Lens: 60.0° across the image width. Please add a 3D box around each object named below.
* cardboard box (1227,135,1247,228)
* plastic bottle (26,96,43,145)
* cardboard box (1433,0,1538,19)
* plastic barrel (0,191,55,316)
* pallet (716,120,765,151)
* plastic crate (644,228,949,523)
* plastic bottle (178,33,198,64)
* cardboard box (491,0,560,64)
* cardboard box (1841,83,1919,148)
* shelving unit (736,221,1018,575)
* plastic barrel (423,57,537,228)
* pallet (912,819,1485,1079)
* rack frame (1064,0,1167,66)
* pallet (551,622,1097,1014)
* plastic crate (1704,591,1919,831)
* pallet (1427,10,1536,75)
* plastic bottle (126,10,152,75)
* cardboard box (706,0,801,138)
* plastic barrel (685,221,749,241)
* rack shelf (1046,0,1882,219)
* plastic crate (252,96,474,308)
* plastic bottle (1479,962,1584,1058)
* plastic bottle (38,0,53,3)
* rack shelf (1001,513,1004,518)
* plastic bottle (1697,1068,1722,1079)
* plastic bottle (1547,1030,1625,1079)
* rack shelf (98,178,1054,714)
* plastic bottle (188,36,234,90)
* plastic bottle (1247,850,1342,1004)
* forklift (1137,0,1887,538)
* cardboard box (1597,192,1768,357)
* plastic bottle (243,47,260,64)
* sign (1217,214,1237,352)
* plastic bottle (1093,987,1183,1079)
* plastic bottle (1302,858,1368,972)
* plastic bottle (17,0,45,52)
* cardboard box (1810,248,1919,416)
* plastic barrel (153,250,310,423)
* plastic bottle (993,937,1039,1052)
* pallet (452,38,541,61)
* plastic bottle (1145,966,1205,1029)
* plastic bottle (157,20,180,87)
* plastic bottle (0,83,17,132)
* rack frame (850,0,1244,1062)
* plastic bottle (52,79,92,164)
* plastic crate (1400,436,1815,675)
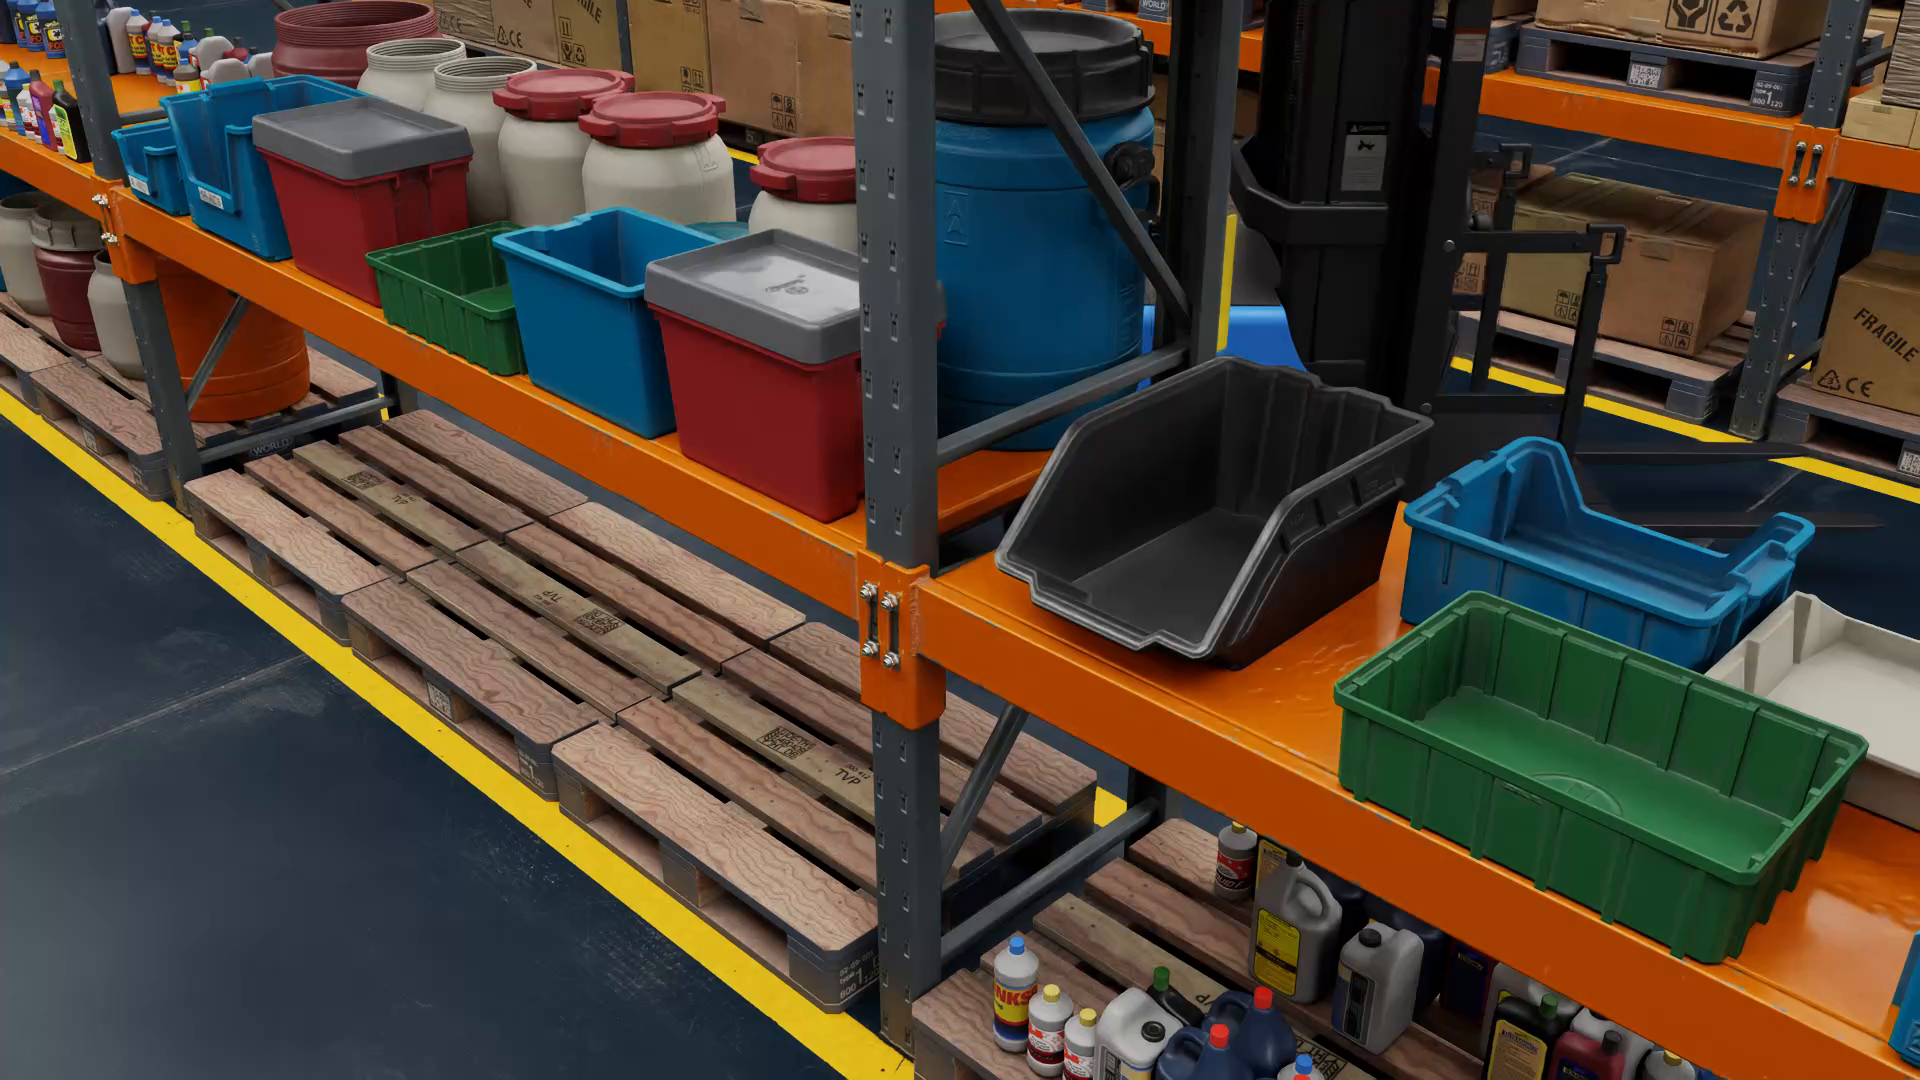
[{"bbox_3d":[1.719,-1.931,8.912,0.500,0.500,0.700,21,34,34],"label":"cardboard box"},{"bbox_3d":[-3.472,-1.609,6.300,0.097,0.201,0.097,0,28,0],"label":"plastic bottle"},{"bbox_3d":[2.374,-2.693,7.586,0.797,0.503,0.637,-21,34,-34],"label":"cardboard box"},{"bbox_3d":[-4.282,-1.349,7.815,0.421,0.512,0.421,0,28,0],"label":"plastic barrel"},{"bbox_3d":[-1.427,-3.075,11.872,1.213,0.211,1.003,25,36,38],"label":"pallet"},{"bbox_3d":[-0.358,-0.367,3.657,0.583,0.464,0.402,25,36,38],"label":"plastic crate"},{"bbox_3d":[-3.168,-1.957,6.887,0.097,0.271,0.097,0,28,0],"label":"plastic bottle"},{"bbox_3d":[-3.086,-4.317,13.070,0.875,0.875,0.875,25,36,38],"label":"cardboard box"},{"bbox_3d":[3.617,-1.645,6.425,0.250,0.149,0.380,25,36,38],"label":"cardboard box"},{"bbox_3d":[-0.313,-0.530,6.049,0.538,1.125,1.048,-20,34,-34],"label":"shelving unit"},{"bbox_3d":[-1.466,-1.235,5.255,0.421,0.512,0.421,0,28,0],"label":"plastic barrel"},{"bbox_3d":[0.652,1.185,3.770,1.213,0.211,1.003,25,36,38],"label":"pallet"},{"bbox_3d":[0.822,-3.231,9.172,0.127,3.000,1.000,25,36,38],"label":"rack frame"},{"bbox_3d":[-0.385,0.708,4.676,1.213,0.211,1.003,25,36,38],"label":"pallet"},{"bbox_3d":[1.538,0.280,2.778,0.437,0.136,0.530,25,36,38],"label":"plastic crate"},{"bbox_3d":[2.263,-2.514,8.014,1.213,0.211,1.003,25,36,38],"label":"pallet"},{"bbox_3d":[-3.619,-2.203,7.355,0.097,0.271,0.097,0,28,0],"label":"plastic bottle"},{"bbox_3d":[-0.922,-3.288,11.113,0.875,0.875,1.225,23,36,37],"label":"cardboard box"},{"bbox_3d":[-0.634,-0.704,4.514,0.301,0.262,0.301,0,28,0],"label":"plastic barrel"},{"bbox_3d":[2.249,-2.260,8.099,4.000,0.370,1.077,25,36,38],"label":"rack shelf"},{"bbox_3d":[-1.712,-0.987,4.835,0.583,0.464,0.402,25,36,38],"label":"plastic crate"},{"bbox_3d":[1.231,0.978,3.541,0.185,0.351,0.144,24,36,38],"label":"plastic bottle"},{"bbox_3d":[-4.279,-2.489,7.893,0.135,0.276,0.152,25,36,38],"label":"plastic bottle"},{"bbox_3d":[-0.313,-0.314,6.163,0.538,0.278,1.000,-20,34,-34],"label":"rack shelf"},{"bbox_3d":[1.520,1.130,3.337,0.097,0.271,0.097,0,28,0],"label":"plastic bottle"},{"bbox_3d":[1.269,1.098,3.386,0.133,0.283,0.061,25,36,38],"label":"plastic bottle"},{"bbox_3d":[-1.224,-0.617,4.973,4.000,0.370,1.077,25,36,38],"label":"rack shelf"},{"bbox_3d":[-3.062,-1.932,6.835,0.135,0.276,0.152,25,36,38],"label":"plastic bottle"},{"bbox_3d":[0.762,0.858,3.769,0.185,0.351,0.144,25,36,38],"label":"plastic bottle"},{"bbox_3d":[1.765,-1.314,5.599,3.031,2.935,1.130,0,28,0],"label":"forklift"},{"bbox_3d":[3.252,-1.222,7.564,0.500,0.500,0.700,21,34,35],"label":"cardboard box"},{"bbox_3d":[-2.796,-1.826,6.638,0.097,0.271,0.097,0,28,0],"label":"plastic bottle"},{"bbox_3d":[0.596,-0.584,3.840,0.005,0.325,0.100,25,36,38],"label":"sign"},{"bbox_3d":[0.372,1.074,3.438,0.152,0.276,0.135,-24,36,-37],"label":"plastic bottle"},{"bbox_3d":[0.863,0.810,3.860,0.185,0.351,0.144,23,36,37],"label":"plastic bottle"},{"bbox_3d":[-4.353,-2.439,7.804,0.097,0.271,0.097,0,28,0],"label":"plastic bottle"},{"bbox_3d":[3.932,-0.862,6.901,0.500,0.500,0.500,23,36,37],"label":"cardboard box"},{"bbox_3d":[-3.011,-0.967,6.746,0.708,0.830,0.600,25,36,38],"label":"plastic barrel"},{"bbox_3d":[0.122,0.980,3.622,0.097,0.271,0.097,0,28,0],"label":"plastic bottle"},{"bbox_3d":[-3.391,-3.974,13.582,1.213,0.211,1.003,25,36,38],"label":"pallet"},{"bbox_3d":[0.446,1.035,3.504,0.133,0.283,0.061,25,36,38],"label":"plastic bottle"},{"bbox_3d":[-3.385,-2.096,7.151,0.097,0.271,0.097,0,28,0],"label":"plastic bottle"},{"bbox_3d":[-3.680,-1.704,6.482,0.097,0.201,0.097,0,28,0],"label":"plastic bottle"},{"bbox_3d":[0.202,-0.282,3.564,0.127,3.000,1.000,25,36,38],"label":"rack frame"},{"bbox_3d":[-3.238,-1.526,6.055,0.133,0.283,0.061,25,36,38],"label":"plastic bottle"},{"bbox_3d":[1.182,0.054,3.083,0.616,0.251,0.499,25,36,38],"label":"plastic crate"}]
